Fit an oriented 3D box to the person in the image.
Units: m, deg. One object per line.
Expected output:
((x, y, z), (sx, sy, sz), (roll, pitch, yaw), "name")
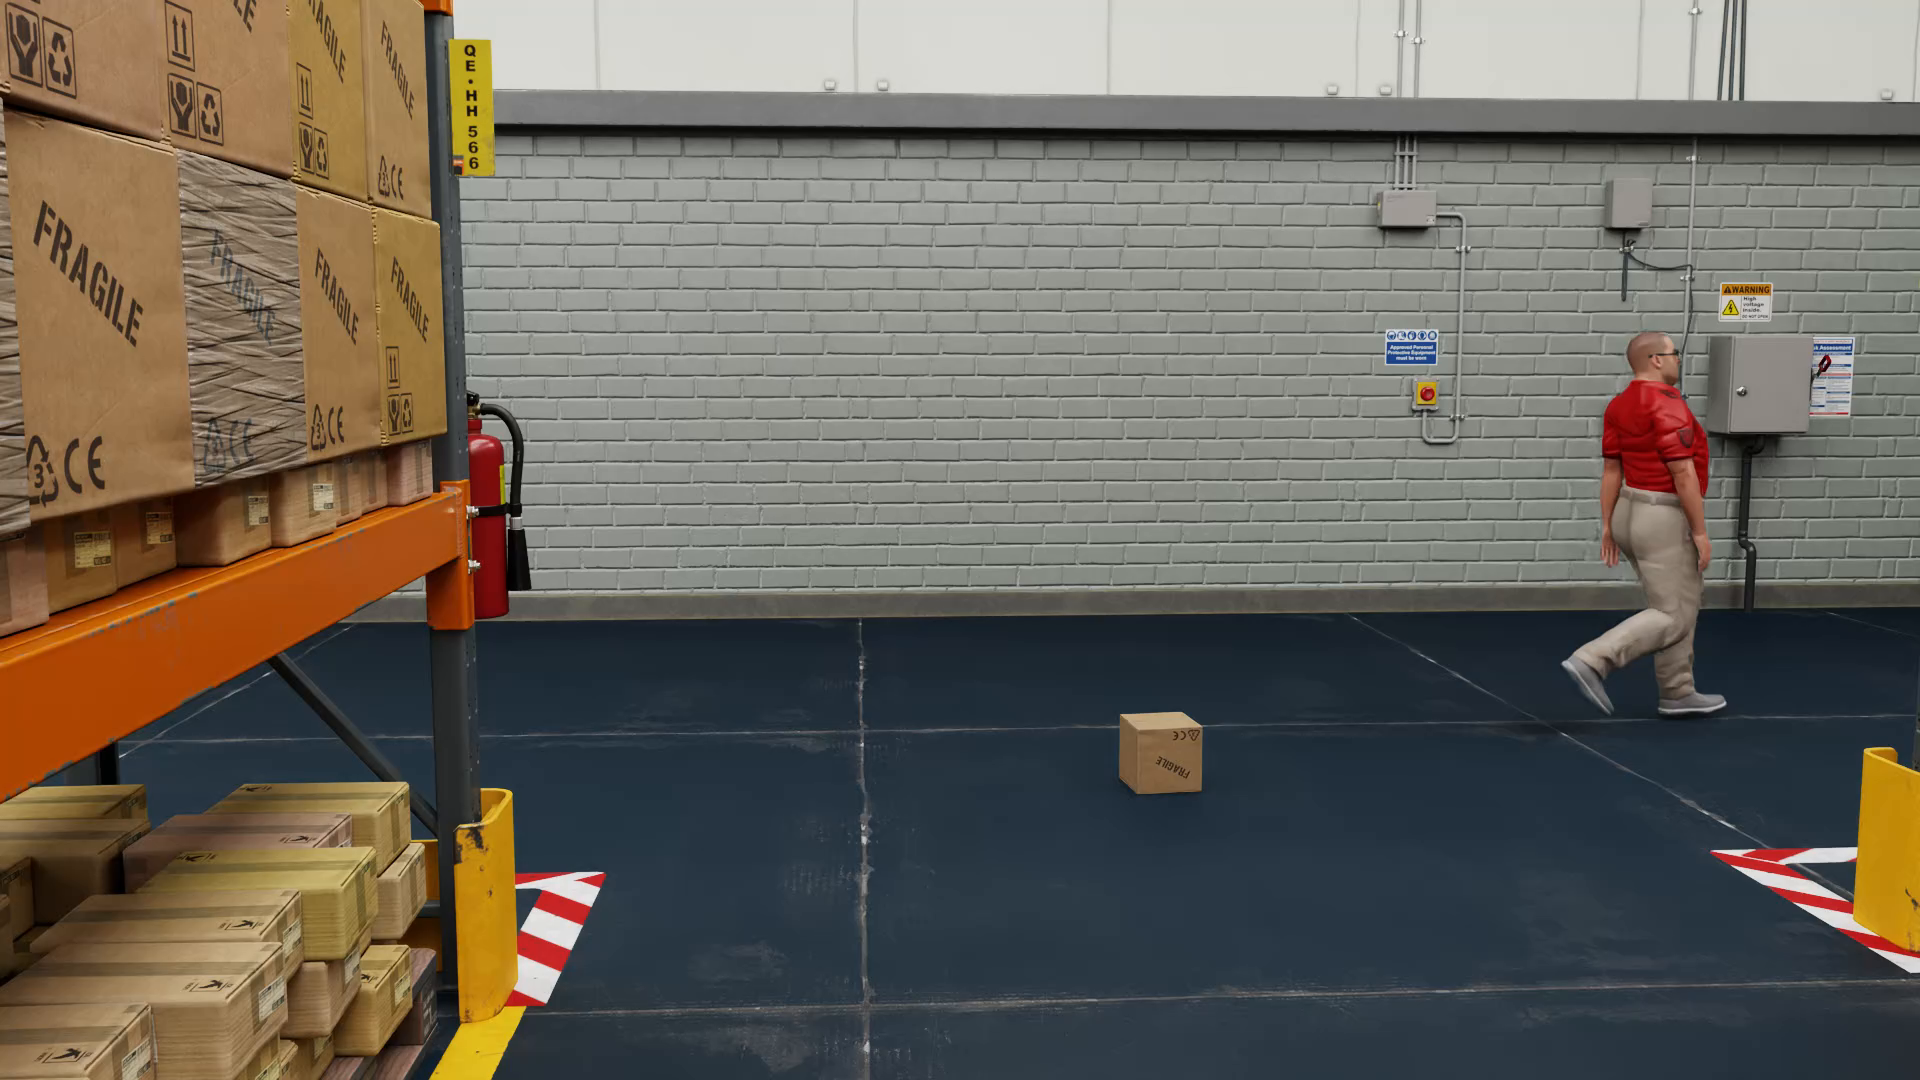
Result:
((3.007, -0.055, 7.220), (0.874, 1.684, 0.549), (-1, 7, -7), "person")
